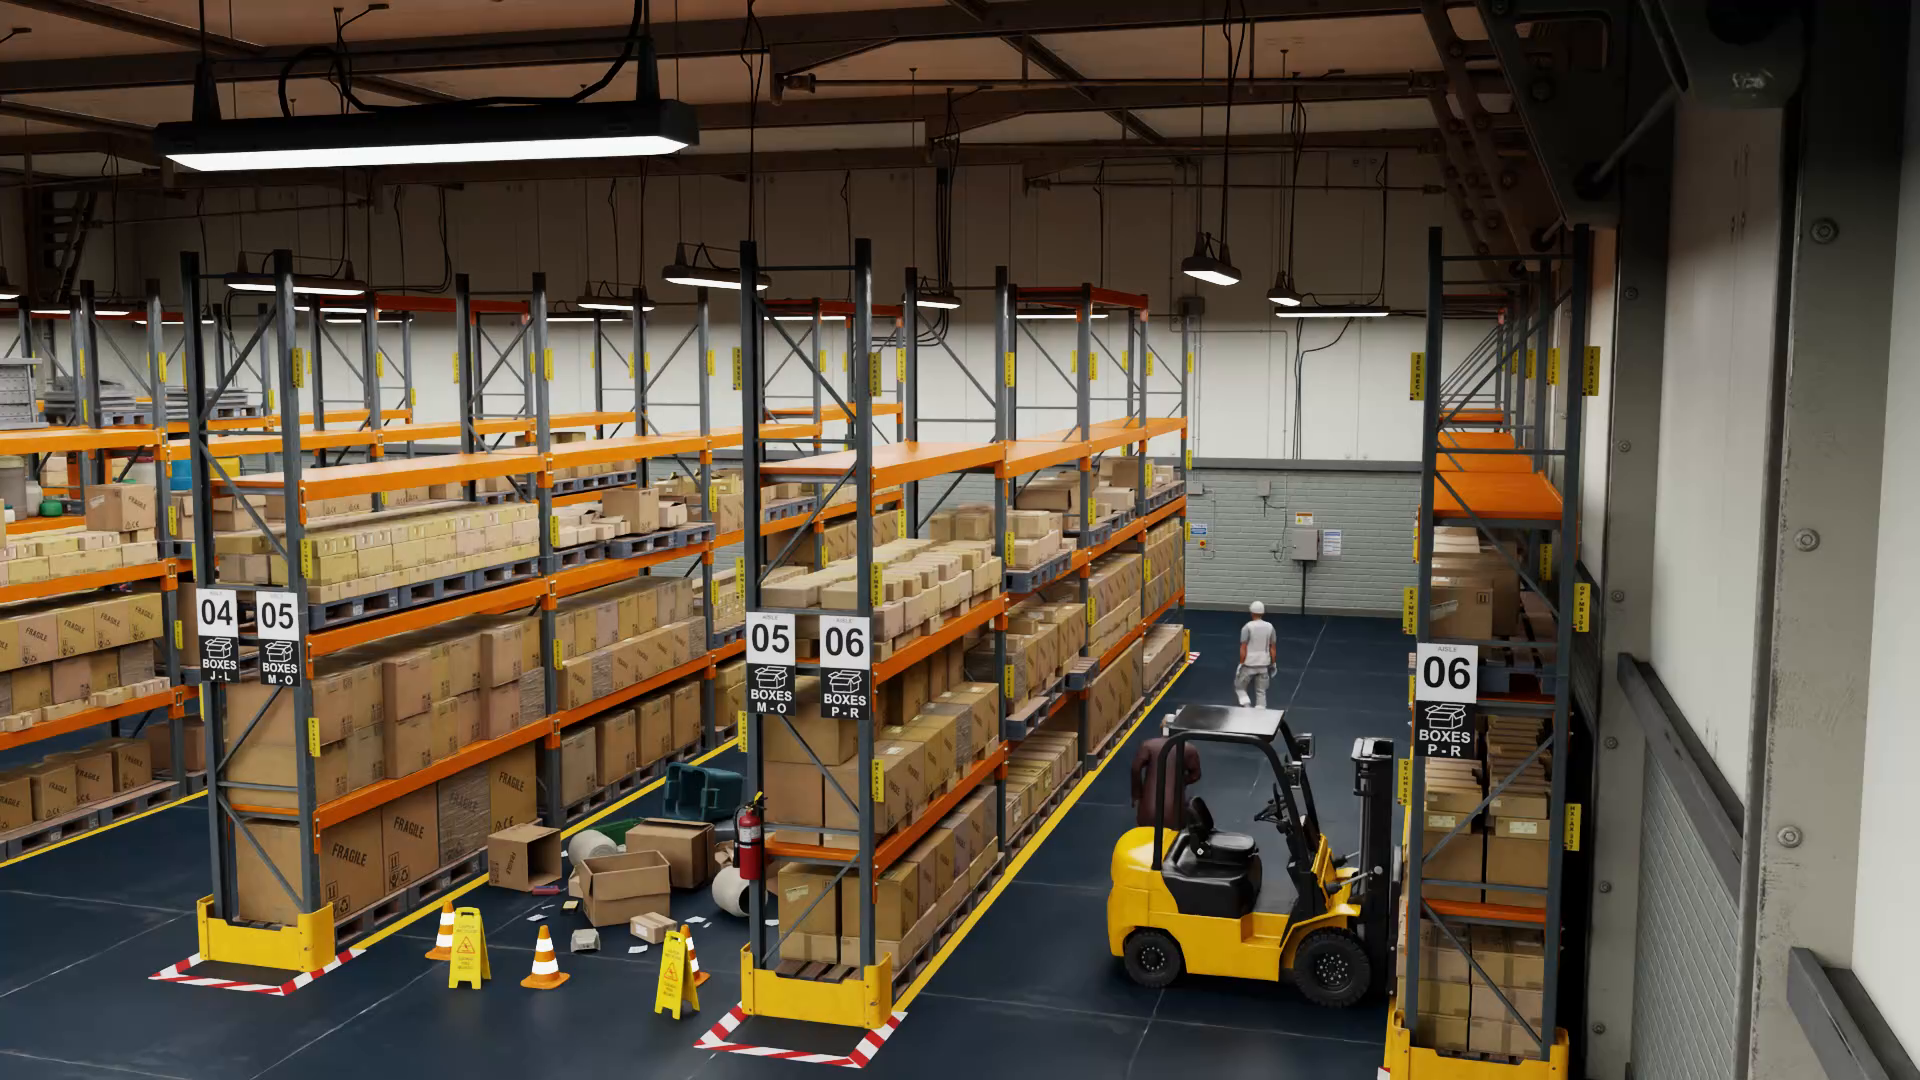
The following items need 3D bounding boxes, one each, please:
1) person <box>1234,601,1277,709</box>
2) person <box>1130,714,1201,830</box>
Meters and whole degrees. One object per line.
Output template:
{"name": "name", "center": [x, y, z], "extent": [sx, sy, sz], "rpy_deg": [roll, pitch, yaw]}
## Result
{"name": "person", "center": [4.062, 1.732, 22.772], "extent": [0.602, 1.791, 0.467], "rpy_deg": [-2, 7, -14]}
{"name": "person", "center": [1.983, 2.536, 16.127], "extent": [0.663, 1.682, 0.837], "rpy_deg": [2, 7, 16]}
